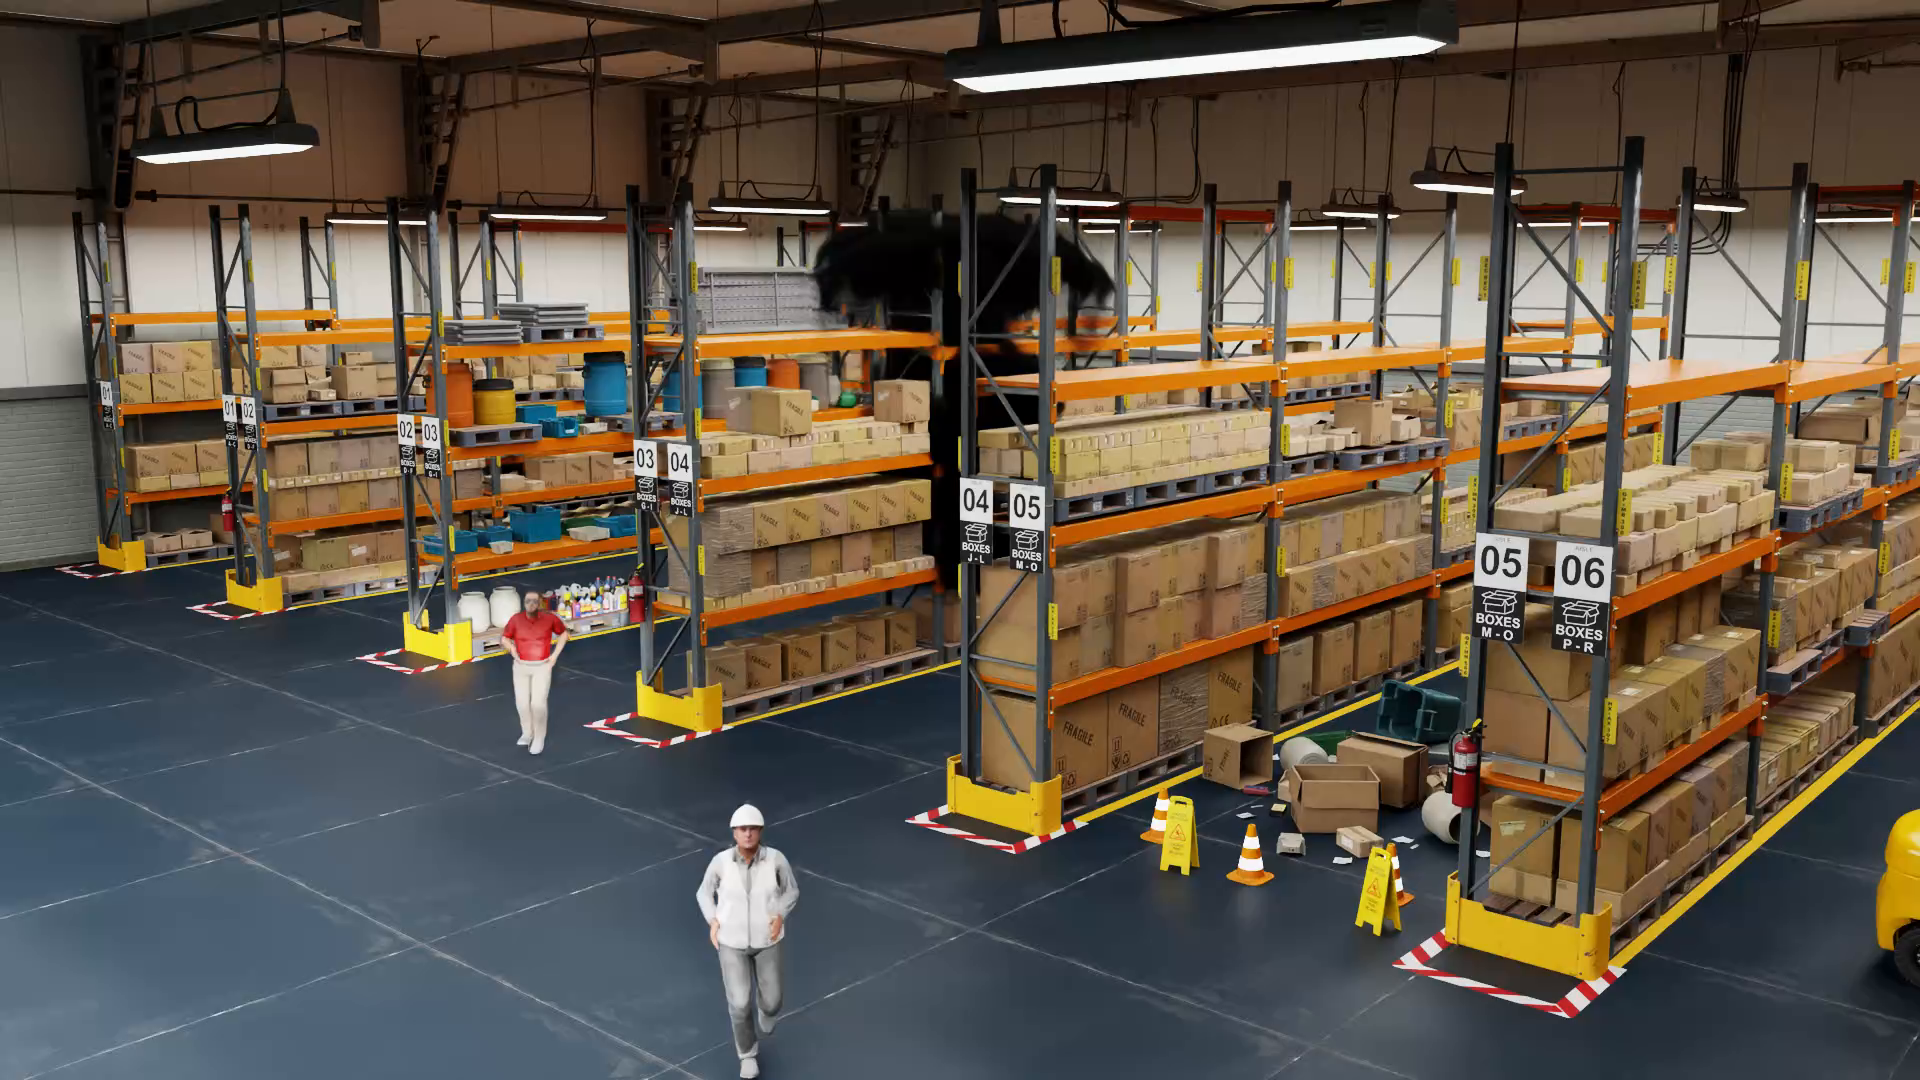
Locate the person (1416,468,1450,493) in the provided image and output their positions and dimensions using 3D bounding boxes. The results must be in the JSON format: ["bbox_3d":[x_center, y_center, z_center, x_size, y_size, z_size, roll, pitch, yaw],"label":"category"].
[{"bbox_3d":[8.517,-0.617,30.032,0.610,1.665,0.812,4,10,21],"label":"person"}]

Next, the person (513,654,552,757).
[{"bbox_3d":[-4.553,1.747,17.765,0.430,1.116,0.632,0,9,0],"label":"person"}]

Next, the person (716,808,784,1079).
[{"bbox_3d":[-1.356,2.562,10.714,0.447,1.720,0.580,-1,10,-8],"label":"person"}]
